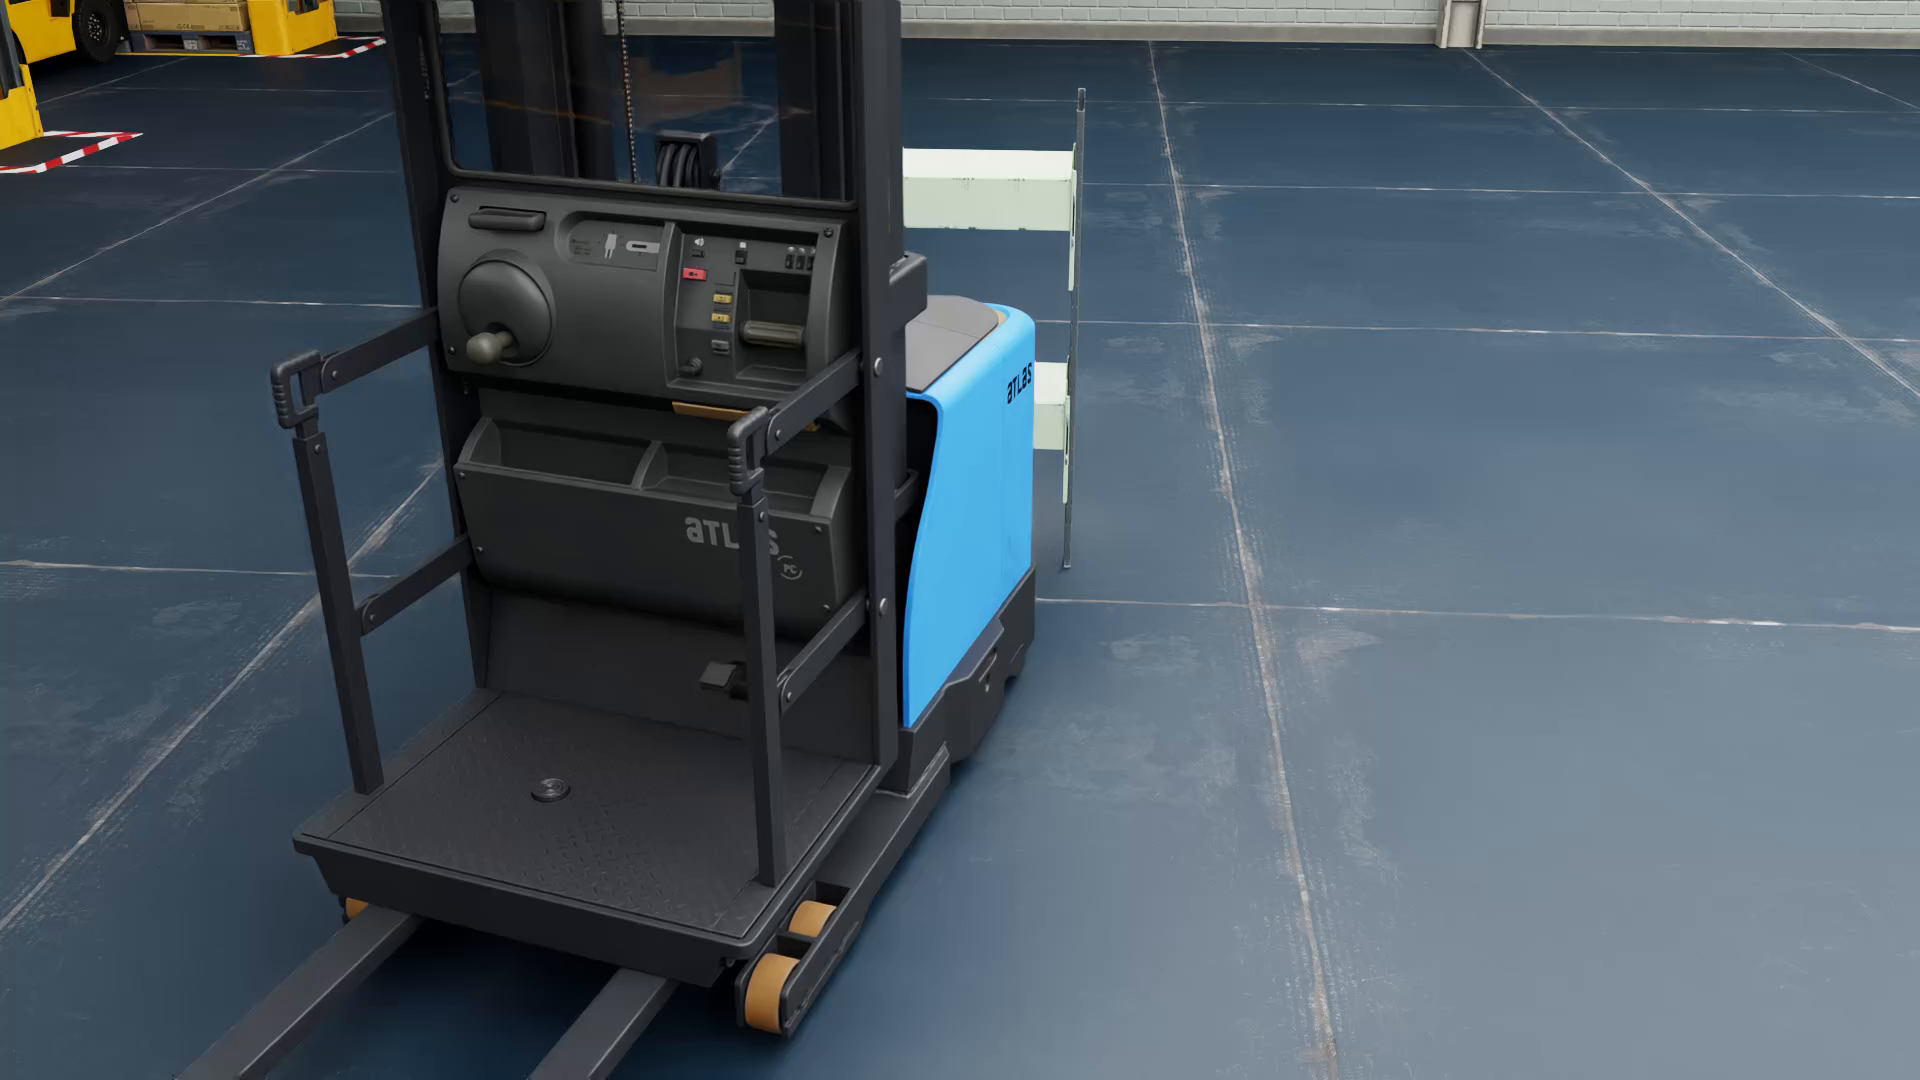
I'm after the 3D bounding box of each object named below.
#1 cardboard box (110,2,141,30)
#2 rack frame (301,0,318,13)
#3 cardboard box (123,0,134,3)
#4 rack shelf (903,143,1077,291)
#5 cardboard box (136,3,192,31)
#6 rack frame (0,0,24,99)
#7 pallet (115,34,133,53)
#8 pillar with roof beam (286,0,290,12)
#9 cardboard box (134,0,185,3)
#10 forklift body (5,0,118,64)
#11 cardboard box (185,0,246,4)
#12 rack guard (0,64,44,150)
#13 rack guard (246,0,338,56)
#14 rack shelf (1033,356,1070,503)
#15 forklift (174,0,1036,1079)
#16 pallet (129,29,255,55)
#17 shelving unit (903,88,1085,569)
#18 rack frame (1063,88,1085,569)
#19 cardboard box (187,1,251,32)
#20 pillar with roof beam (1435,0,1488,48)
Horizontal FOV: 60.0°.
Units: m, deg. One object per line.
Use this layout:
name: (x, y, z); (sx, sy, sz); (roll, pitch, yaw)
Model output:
cardboard box: (-7.962, -5.040, 15.901); (0.500, 0.250, 0.500); (2, 25, 5)
rack frame: (-6.477, -6.175, 15.581); (0.127, 3.000, 1.000); (2, 25, 4)
cardboard box: (-8.001, -5.257, 15.776); (0.500, 0.250, 0.500); (1, 25, 3)
rack shelf: (0.007, -1.036, 5.273); (0.720, 0.370, 0.431); (2, 25, 4)
cardboard box: (-7.464, -5.020, 15.858); (0.500, 0.250, 0.500); (2, 25, 4)
rack frame: (-6.853, -4.106, 11.085); (0.127, 3.000, 1.000); (2, 25, 4)
pallet: (-8.455, -4.955, 16.267); (1.213, 0.211, 1.003); (2, 25, 4)
pillar with roof beam: (-7.431, -7.504, 11.293); (0.400, 9.000, 9.100); (2, 25, 4)
cardboard box: (-7.485, -5.249, 15.759); (0.500, 0.250, 0.500); (2, 25, 3)
forklift body: (-8.507, -5.090, 14.238); (1.214, 2.155, 2.313); (2, 25, 4)
cardboard box: (-6.986, -5.229, 15.714); (0.500, 0.250, 0.500); (2, 25, 3)
rack guard: (-6.929, -2.973, 11.613); (0.348, 0.500, 1.175); (2, 25, 4)
rack guard: (-6.453, -5.039, 16.102); (0.348, 0.500, 1.175); (2, 25, 4)
rack shelf: (0.007, -0.385, 5.572); (0.720, 0.370, 0.431); (2, 25, 4)
forklift: (-0.756, -0.488, 3.303); (1.130, 2.935, 3.031); (9, 26, 18)
pallet: (-7.242, -4.915, 16.179); (1.213, 0.211, 1.003); (2, 25, 4)
shelving unit: (0.007, -0.681, 5.436); (0.755, 1.500, 0.431); (2, 25, 4)
rack frame: (0.372, -0.669, 5.411); (0.023, 1.500, 0.400); (2, 25, 4)
cardboard box: (-6.969, -5.000, 15.815); (0.500, 0.250, 0.500); (2, 25, 4)
pillar with roof beam: (4.533, -7.120, 10.458); (0.400, 9.000, 9.100); (2, 25, 4)
